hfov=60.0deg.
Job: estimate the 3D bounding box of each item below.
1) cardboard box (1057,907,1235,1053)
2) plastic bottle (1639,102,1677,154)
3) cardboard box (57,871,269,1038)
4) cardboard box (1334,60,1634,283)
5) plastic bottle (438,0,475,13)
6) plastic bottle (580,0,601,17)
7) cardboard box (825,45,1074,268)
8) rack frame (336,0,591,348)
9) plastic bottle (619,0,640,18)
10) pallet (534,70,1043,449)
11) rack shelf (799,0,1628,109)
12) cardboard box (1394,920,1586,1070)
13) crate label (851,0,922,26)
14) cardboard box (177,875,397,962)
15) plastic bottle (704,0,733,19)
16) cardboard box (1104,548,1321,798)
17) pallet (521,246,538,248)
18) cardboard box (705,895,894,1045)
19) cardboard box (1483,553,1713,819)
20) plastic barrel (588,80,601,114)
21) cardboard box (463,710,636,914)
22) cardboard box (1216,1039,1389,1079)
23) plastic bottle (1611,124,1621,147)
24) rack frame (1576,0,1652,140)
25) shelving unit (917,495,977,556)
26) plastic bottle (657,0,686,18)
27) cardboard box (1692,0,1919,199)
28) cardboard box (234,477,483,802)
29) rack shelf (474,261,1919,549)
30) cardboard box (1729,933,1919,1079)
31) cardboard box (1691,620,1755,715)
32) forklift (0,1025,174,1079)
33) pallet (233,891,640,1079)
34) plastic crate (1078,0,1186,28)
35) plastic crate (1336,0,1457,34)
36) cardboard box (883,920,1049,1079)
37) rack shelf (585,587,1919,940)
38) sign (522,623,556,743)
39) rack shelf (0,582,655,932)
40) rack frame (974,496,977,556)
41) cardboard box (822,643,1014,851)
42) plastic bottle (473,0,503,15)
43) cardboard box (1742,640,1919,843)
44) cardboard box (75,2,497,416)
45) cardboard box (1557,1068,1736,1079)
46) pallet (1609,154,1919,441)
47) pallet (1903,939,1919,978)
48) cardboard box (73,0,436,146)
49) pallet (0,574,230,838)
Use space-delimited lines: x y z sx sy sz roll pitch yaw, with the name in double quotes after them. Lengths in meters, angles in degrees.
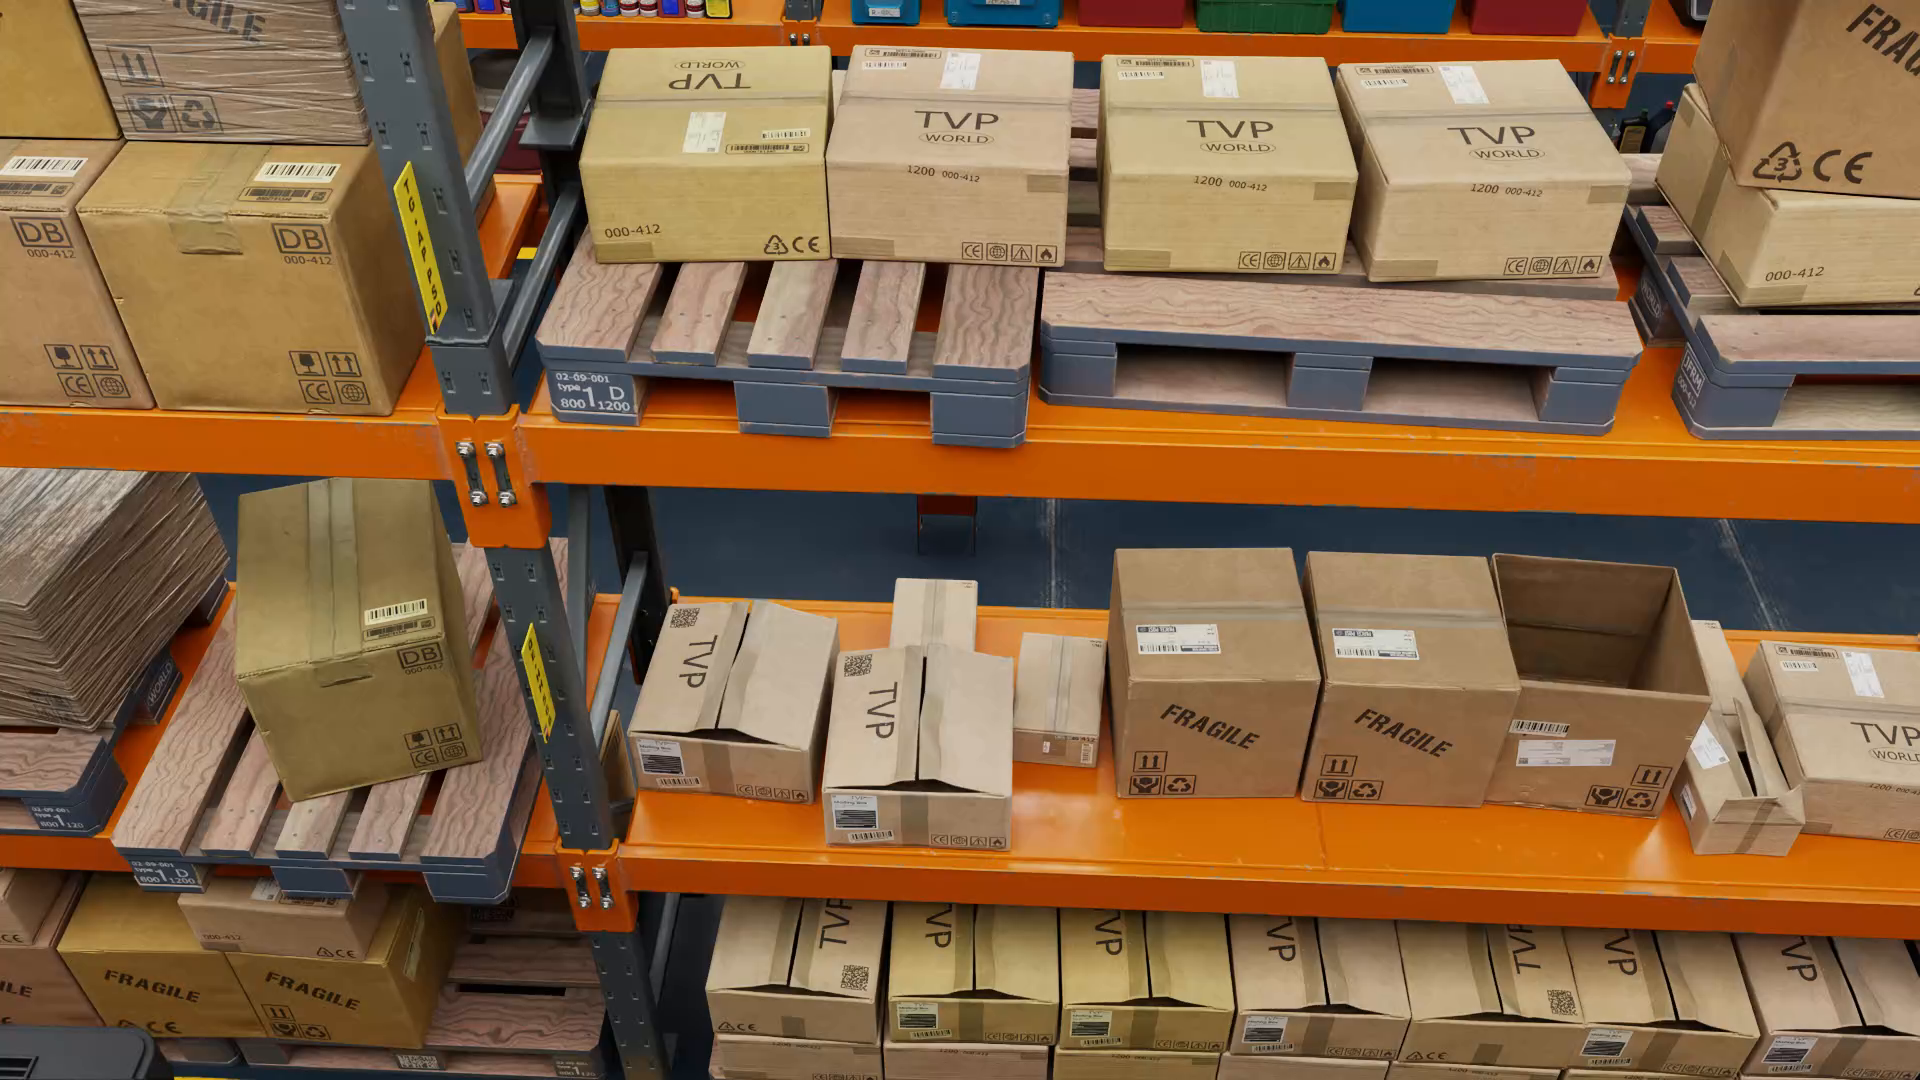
0.554 1.259 5.081 0.500 0.311 0.500 1 43 1 "cardboard box"
3.889 -2.250 9.171 0.185 0.351 0.144 1 43 1 "plastic bottle"
-2.452 1.237 5.318 0.500 0.500 0.500 0 43 0 "cardboard box"
1.098 -0.806 3.601 0.500 0.250 0.500 -2 43 -2 "cardboard box"
-2.486 -2.777 8.152 0.185 0.351 0.144 2 43 2 "plastic bottle"
-1.824 -2.686 8.164 0.097 0.201 0.097 0 43 0 "plastic bottle"
-0.010 -0.849 3.647 0.500 0.250 0.500 3 43 3 "cardboard box"
-0.990 -1.827 2.695 0.127 3.000 1.000 2 43 2 "rack frame"
-1.629 -2.680 8.157 0.097 0.201 0.097 0 43 0 "plastic bottle"
-0.308 -0.700 3.824 1.003 0.211 1.213 4 43 4 "pallet"
1.234 -2.680 8.539 4.000 0.370 1.077 2 43 2 "rack shelf"
1.570 1.292 5.045 0.500 0.311 0.500 2 43 2 "cardboard box"
-0.360 -2.675 8.129 0.416 0.233 0.303 2 43 2 "crate label"
-1.992 0.980 5.044 0.500 0.250 0.500 3 43 4 "cardboard box"
-1.187 -2.684 8.101 0.133 0.283 0.061 2 43 2 "plastic bottle"
0.687 0.372 4.662 0.500 0.500 0.500 0 43 0 "cardboard box"
-2.769 -2.019 9.348 1.213 0.211 1.003 2 43 2 "pallet"
-0.480 1.232 5.110 0.500 0.311 0.500 3 43 3 "cardboard box"
1.713 0.404 4.628 0.500 0.500 0.500 5 43 5 "cardboard box"
-1.821 -2.208 9.022 0.421 0.512 0.421 0 43 0 "plastic barrel"
-1.432 0.913 5.665 0.500 0.500 0.500 3 43 4 "cardboard box"
1.054 1.479 5.256 0.500 0.250 0.500 3 43 3 "cardboard box"
3.609 -2.220 9.248 0.097 0.201 0.097 0 43 0 "plastic bottle"
3.232 -2.882 8.228 0.127 3.000 1.000 2 43 2 "rack frame"
-0.053 -0.386 6.979 0.252 1.050 0.215 2 43 2 "shelving unit"
-1.417 -2.691 8.109 0.133 0.283 0.061 2 43 2 "plastic bottle"
1.821 -1.027 3.289 0.500 0.500 0.500 6 43 6 "cardboard box"
-1.625 0.235 4.501 0.500 0.500 0.700 -12 44 -12 "cardboard box"
1.008 -0.405 3.896 4.000 0.370 1.077 2 43 2 "rack shelf"
2.588 1.321 5.014 0.500 0.311 0.500 2 43 2 "cardboard box"
2.130 0.417 4.872 0.250 0.149 0.380 2 43 2 "cardboard box"
-1.817 1.932 3.111 3.031 2.935 1.130 1 43 1 "forklift"
-1.734 1.340 5.742 1.213 0.211 1.003 2 43 2 "pallet"
0.837 -2.770 8.061 0.583 0.464 0.402 2 43 2 "plastic crate"
2.116 -2.698 8.043 0.575 0.384 0.392 2 43 2 "plastic crate"
0.022 1.452 5.286 0.500 0.250 0.500 1 43 1 "cardboard box"
1.008 0.693 4.919 4.000 0.370 1.077 2 43 2 "rack shelf"
-1.005 0.343 3.975 0.005 0.325 0.100 2 43 2 "sign"
-2.988 0.570 5.051 4.000 0.370 1.077 2 43 2 "rack shelf"
0.068 -0.382 6.975 0.008 1.050 0.200 2 43 2 "rack frame"
-0.106 0.560 4.599 0.500 0.311 0.500 1 43 1 "cardboard box"
-2.329 -2.719 8.139 0.133 0.283 0.061 2 43 2 "plastic bottle"
2.512 0.561 4.643 0.500 0.250 0.500 4 43 5 "cardboard box"
-1.428 -0.756 3.673 0.500 0.500 0.910 2 43 2 "cardboard box"
2.073 1.511 5.221 0.500 0.250 0.500 1 43 1 "cardboard box"
2.124 -0.555 3.670 1.217 0.209 0.805 0 43 0 "pallet"
3.798 1.564 5.501 1.213 0.211 1.003 2 43 2 "pallet"
-1.426 -1.149 3.361 0.500 0.500 0.500 2 43 2 "cardboard box"
-2.933 0.382 4.866 1.213 0.211 1.003 2 43 2 "pallet"
